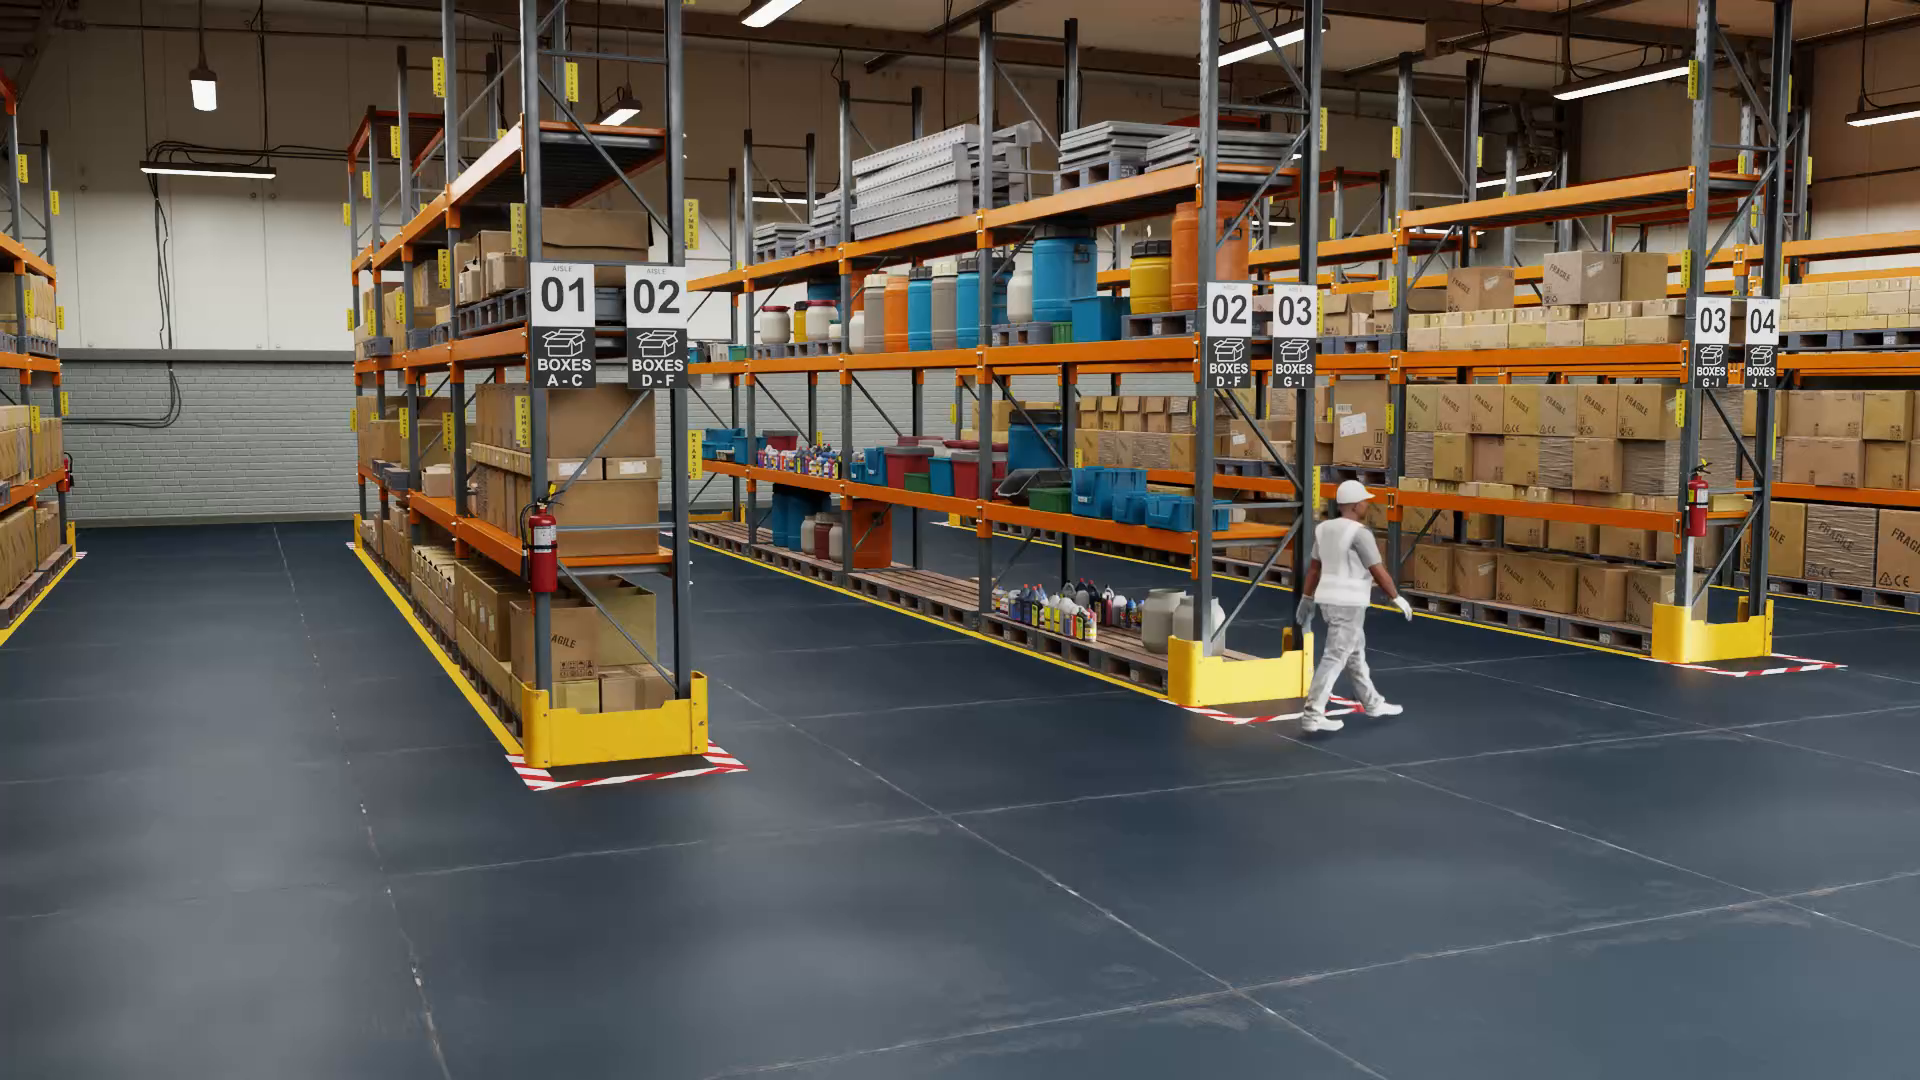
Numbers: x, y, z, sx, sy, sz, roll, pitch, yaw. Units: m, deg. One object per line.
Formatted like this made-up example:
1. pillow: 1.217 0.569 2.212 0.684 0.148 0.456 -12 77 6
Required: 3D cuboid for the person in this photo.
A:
1. person: 2.792 0.441 11.723 0.994 1.722 0.660 -2 6 -20
